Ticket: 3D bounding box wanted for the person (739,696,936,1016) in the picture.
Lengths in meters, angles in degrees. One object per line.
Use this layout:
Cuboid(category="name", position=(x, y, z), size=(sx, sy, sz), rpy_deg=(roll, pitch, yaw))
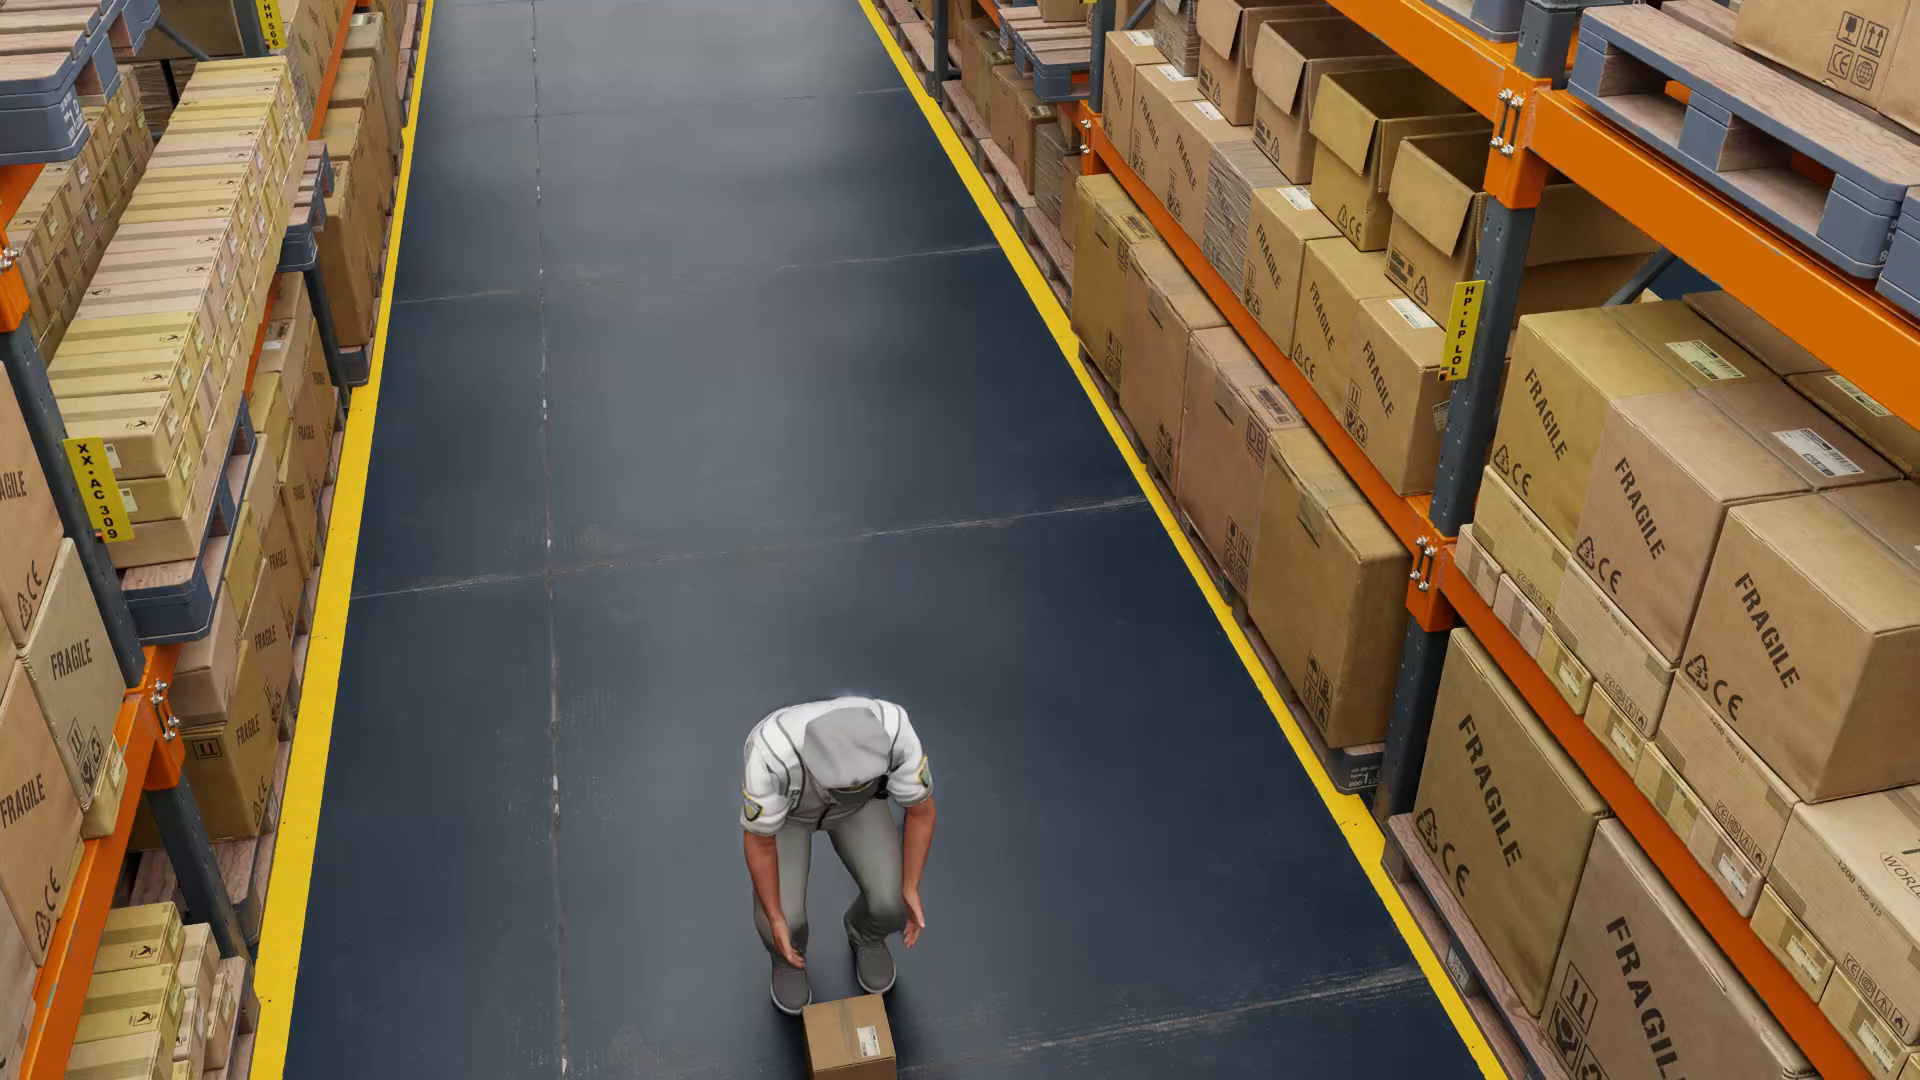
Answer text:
Cuboid(category="person", position=(-0.384, 0.915, 5.155), size=(0.589, 1.347, 0.841), rpy_deg=(-7, 35, -10))
